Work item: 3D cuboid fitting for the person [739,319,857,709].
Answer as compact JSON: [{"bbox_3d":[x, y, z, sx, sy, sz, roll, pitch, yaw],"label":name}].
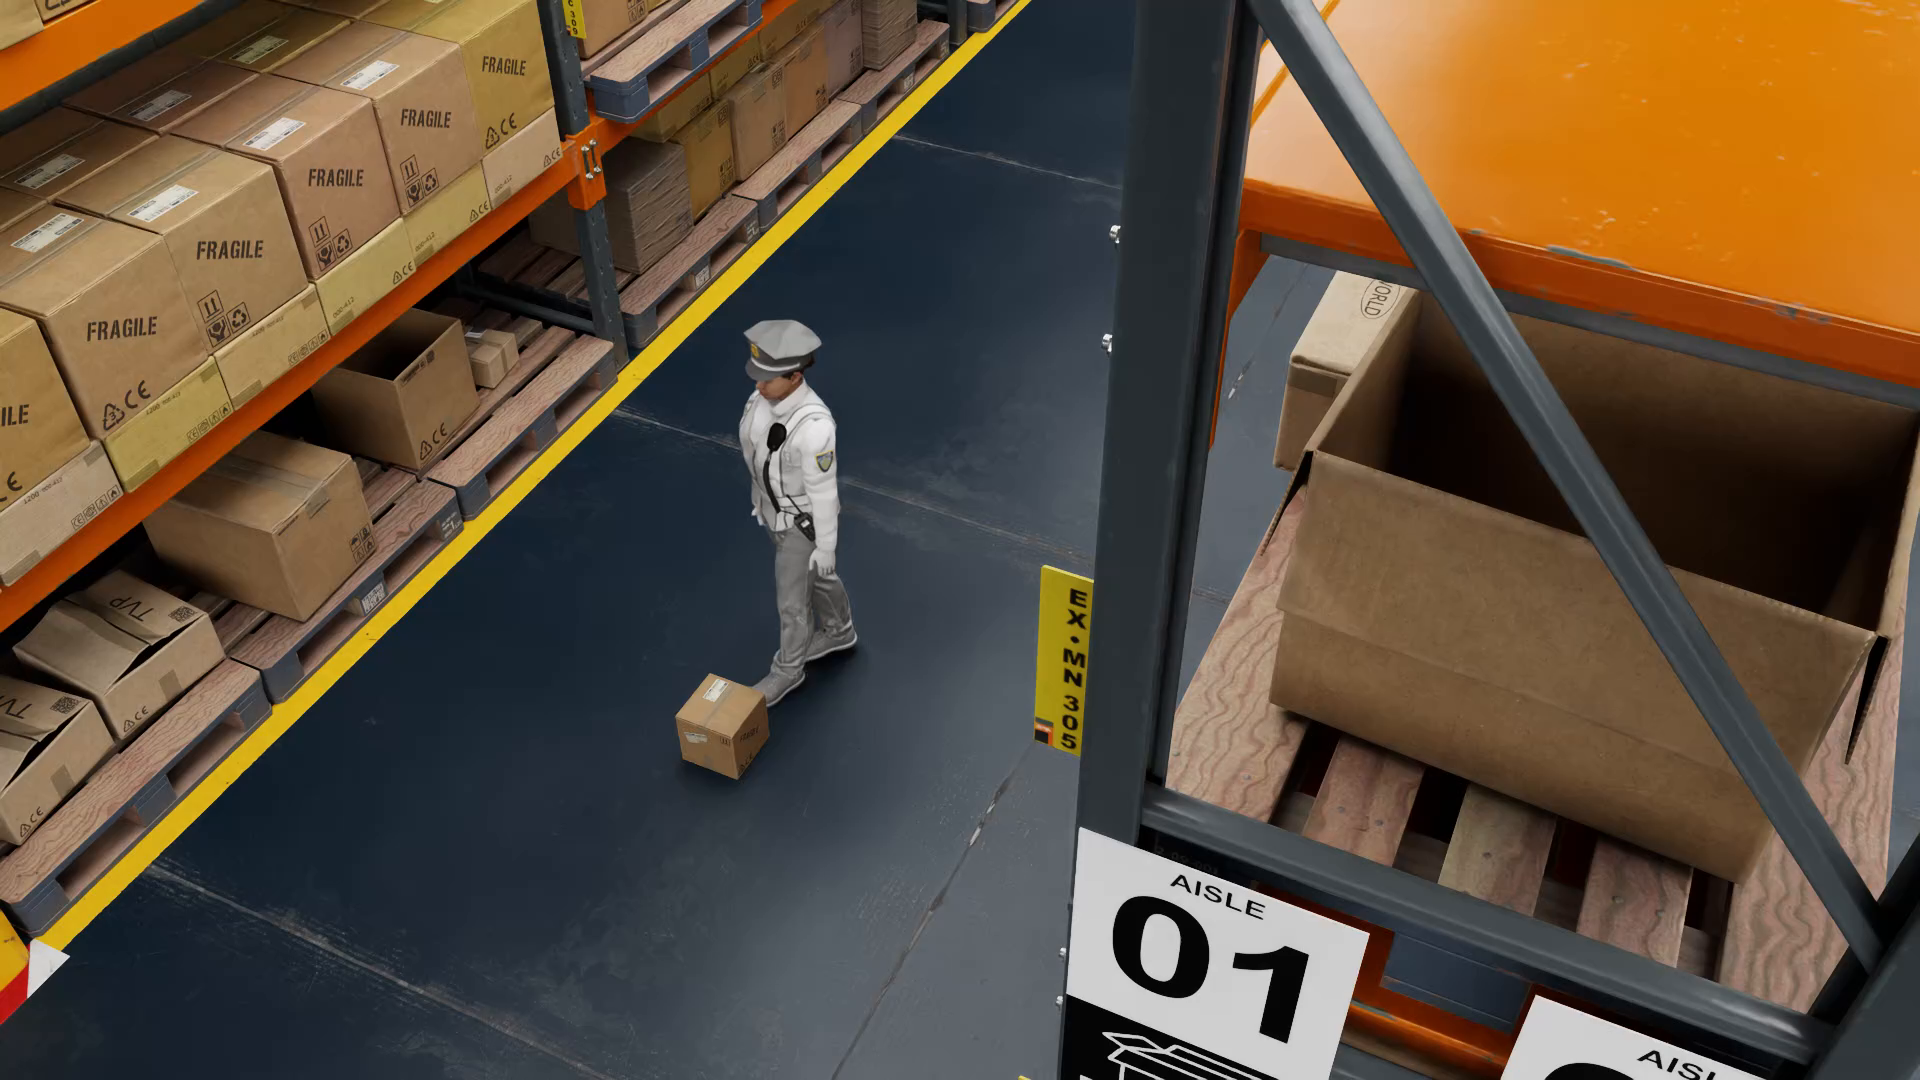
[{"bbox_3d":[-0.649,-0.073,6.222,0.560,1.669,0.500,-20,46,-21],"label":"person"}]
